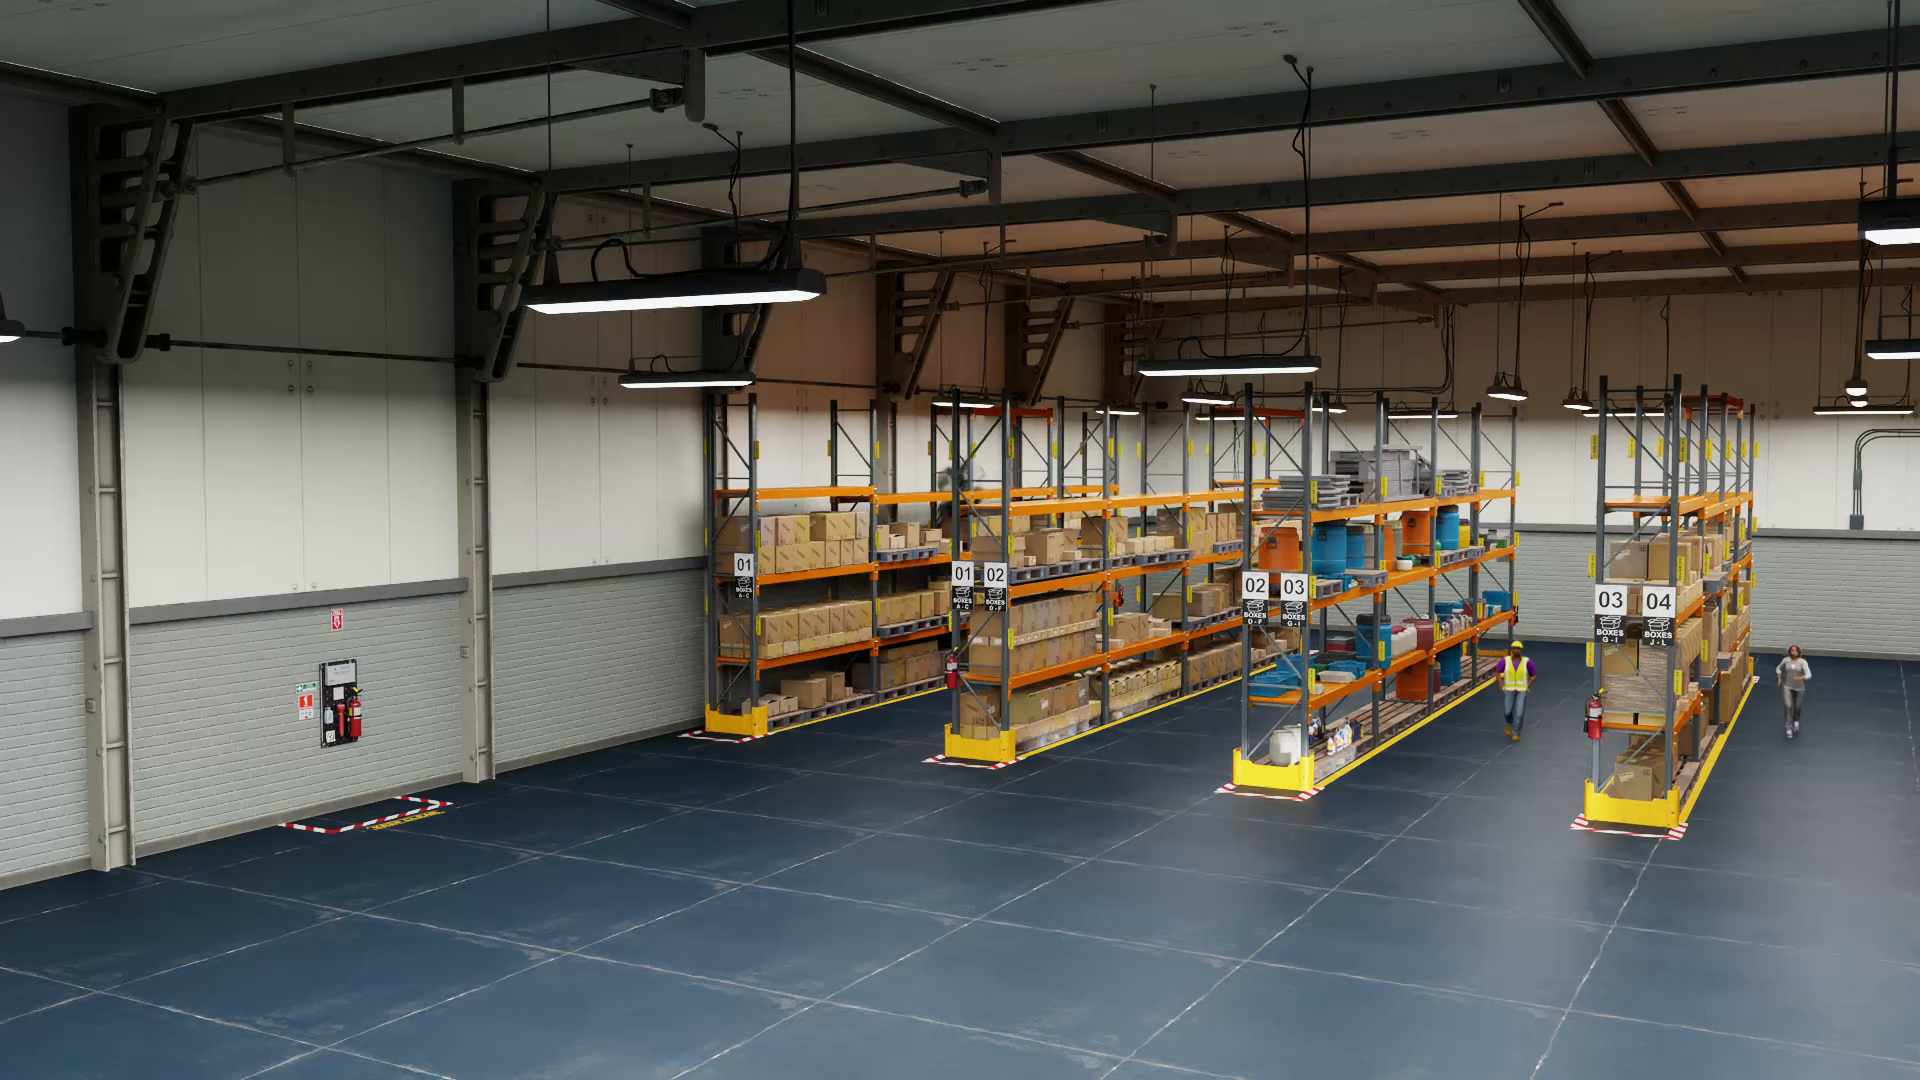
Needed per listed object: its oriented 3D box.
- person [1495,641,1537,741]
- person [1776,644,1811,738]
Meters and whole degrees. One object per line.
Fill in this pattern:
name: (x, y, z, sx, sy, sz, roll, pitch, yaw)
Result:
person: (9.546, 2.593, 28.574, 0.695, 1.718, 0.593, 1, 3, 20)
person: (14.561, 2.614, 29.067, 0.549, 1.589, 0.885, 2, 3, 28)
